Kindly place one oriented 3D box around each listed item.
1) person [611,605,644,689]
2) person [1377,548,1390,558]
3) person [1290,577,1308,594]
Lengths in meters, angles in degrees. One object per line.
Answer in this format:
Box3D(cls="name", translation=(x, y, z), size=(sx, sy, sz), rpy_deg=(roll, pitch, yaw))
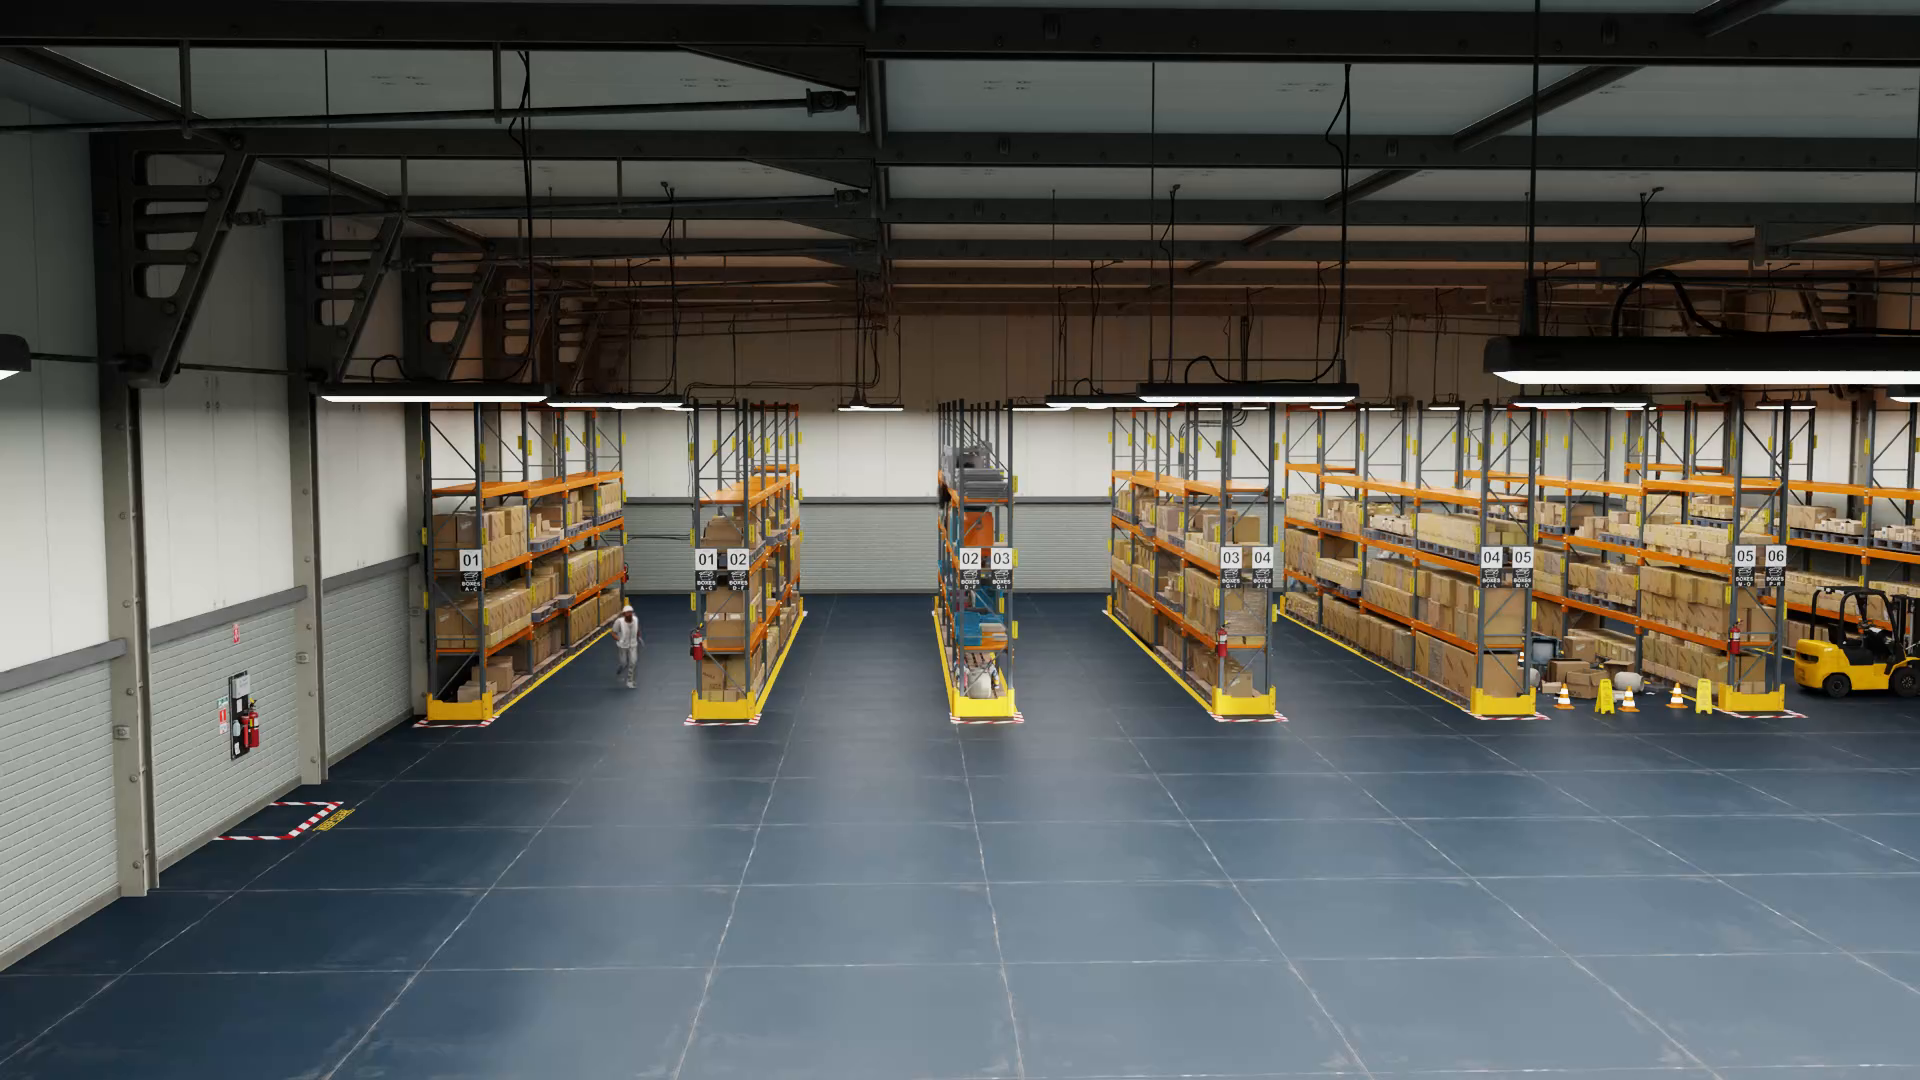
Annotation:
Box3D(cls="person", translation=(-7.007, 2.216, 34.837), size=(0.680, 1.737, 0.829), rpy_deg=(-2, 5, -29))
Box3D(cls="person", translation=(13.027, 0.960, 51.169), size=(0.688, 1.825, 0.667), rpy_deg=(-2, 5, -25))
Box3D(cls="person", translation=(10.146, 1.053, 49.728), size=(0.840, 1.816, 0.675), rpy_deg=(-4, 6, -44))
